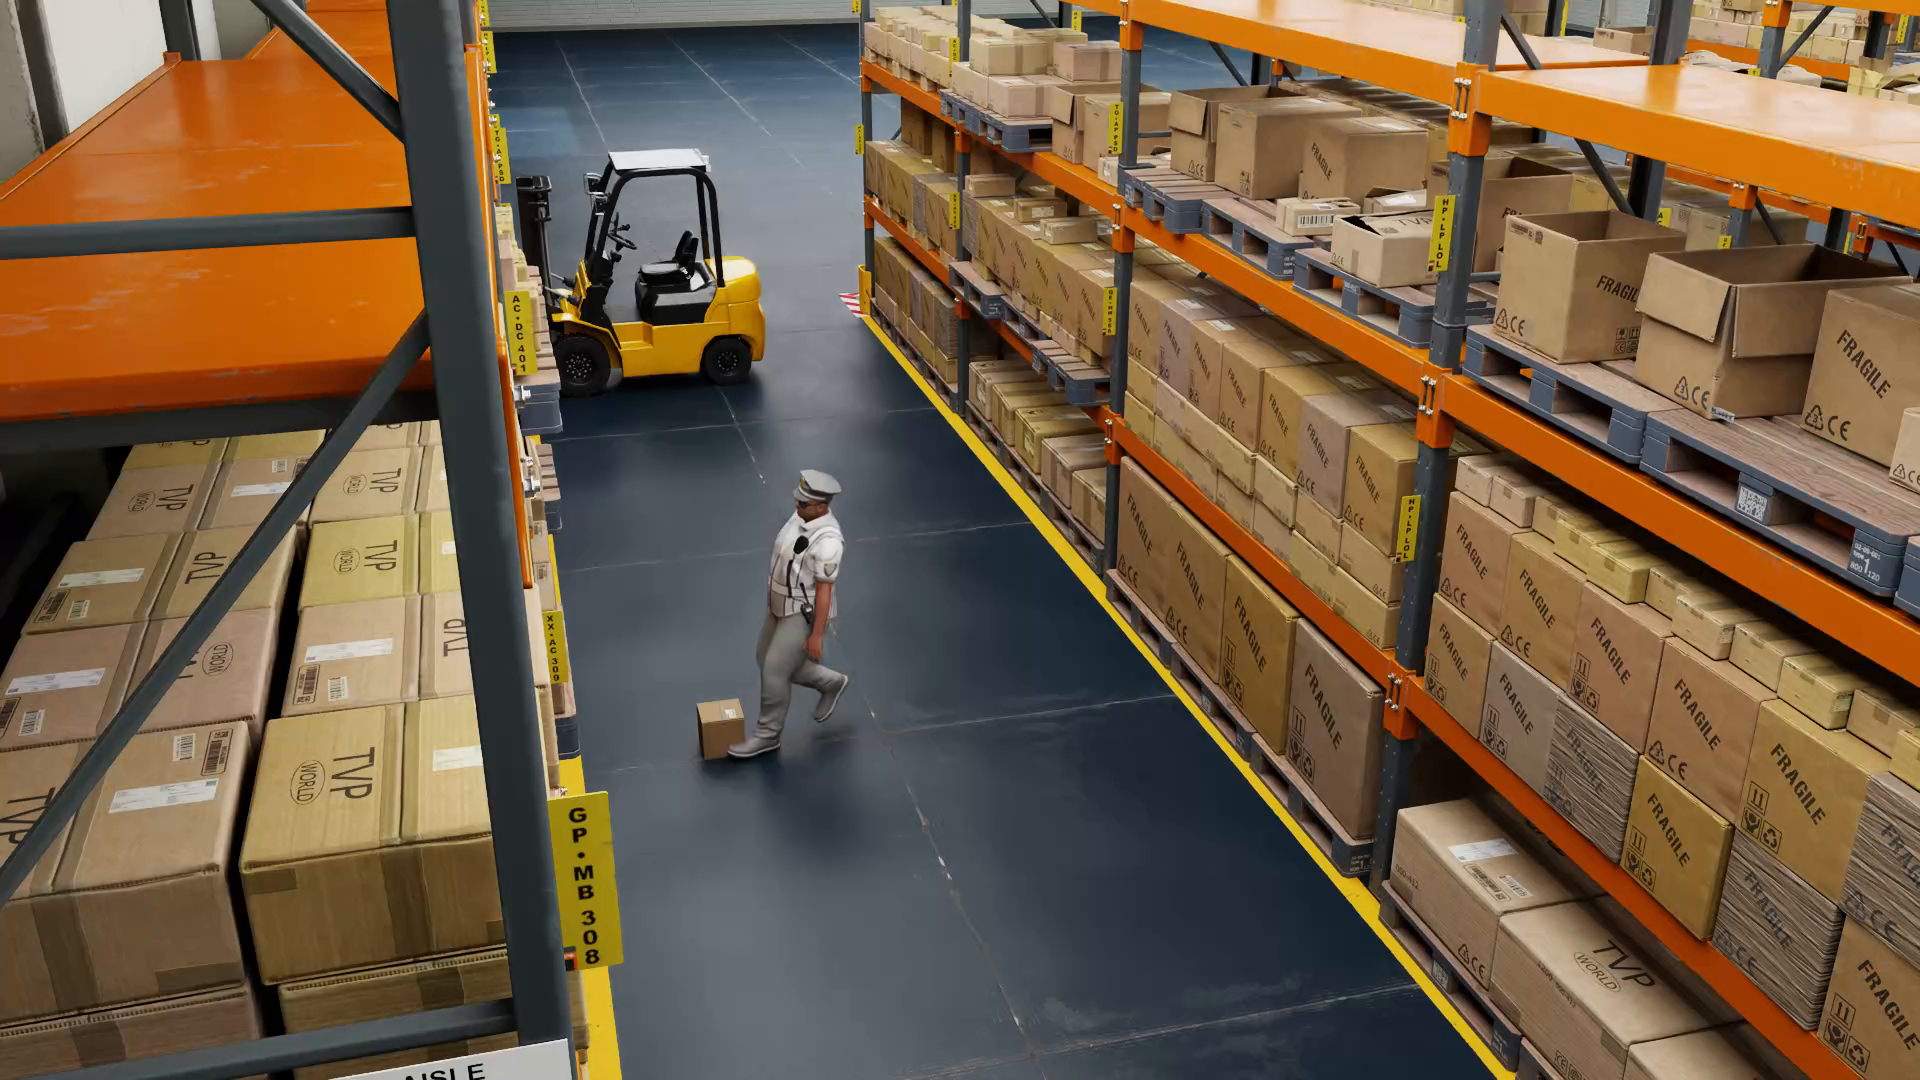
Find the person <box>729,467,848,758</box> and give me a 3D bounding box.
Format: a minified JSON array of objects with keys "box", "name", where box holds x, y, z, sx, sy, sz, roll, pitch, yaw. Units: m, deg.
[{"box":[-1.019,0.405,9.661,0.798,1.705,0.588,-10,25,-21],"name":"person"}]
